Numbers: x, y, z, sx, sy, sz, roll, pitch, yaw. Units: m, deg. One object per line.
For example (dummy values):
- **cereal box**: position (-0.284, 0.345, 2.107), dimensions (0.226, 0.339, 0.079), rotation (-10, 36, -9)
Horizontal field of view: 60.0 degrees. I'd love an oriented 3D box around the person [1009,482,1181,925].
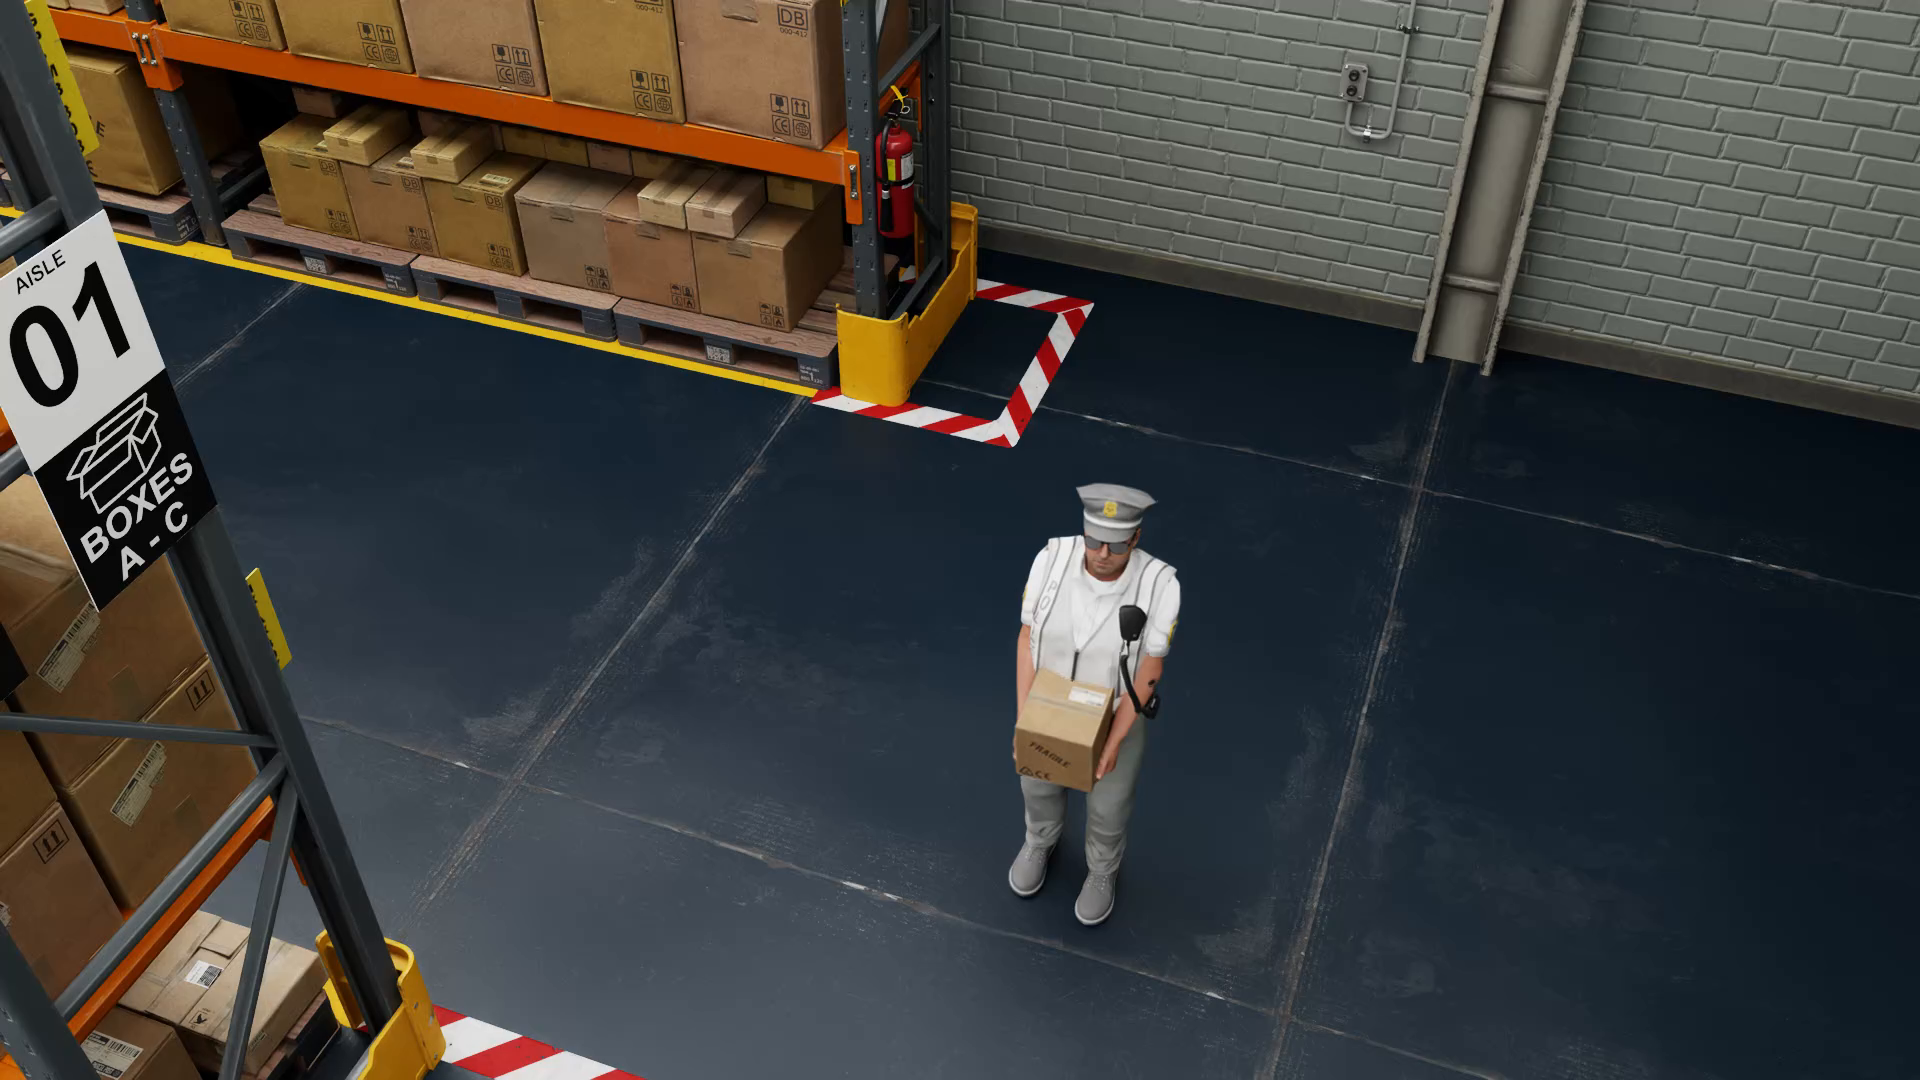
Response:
- **person**: position (0.411, 0.583, 5.473), dimensions (0.504, 1.767, 0.562), rotation (13, 43, 15)
